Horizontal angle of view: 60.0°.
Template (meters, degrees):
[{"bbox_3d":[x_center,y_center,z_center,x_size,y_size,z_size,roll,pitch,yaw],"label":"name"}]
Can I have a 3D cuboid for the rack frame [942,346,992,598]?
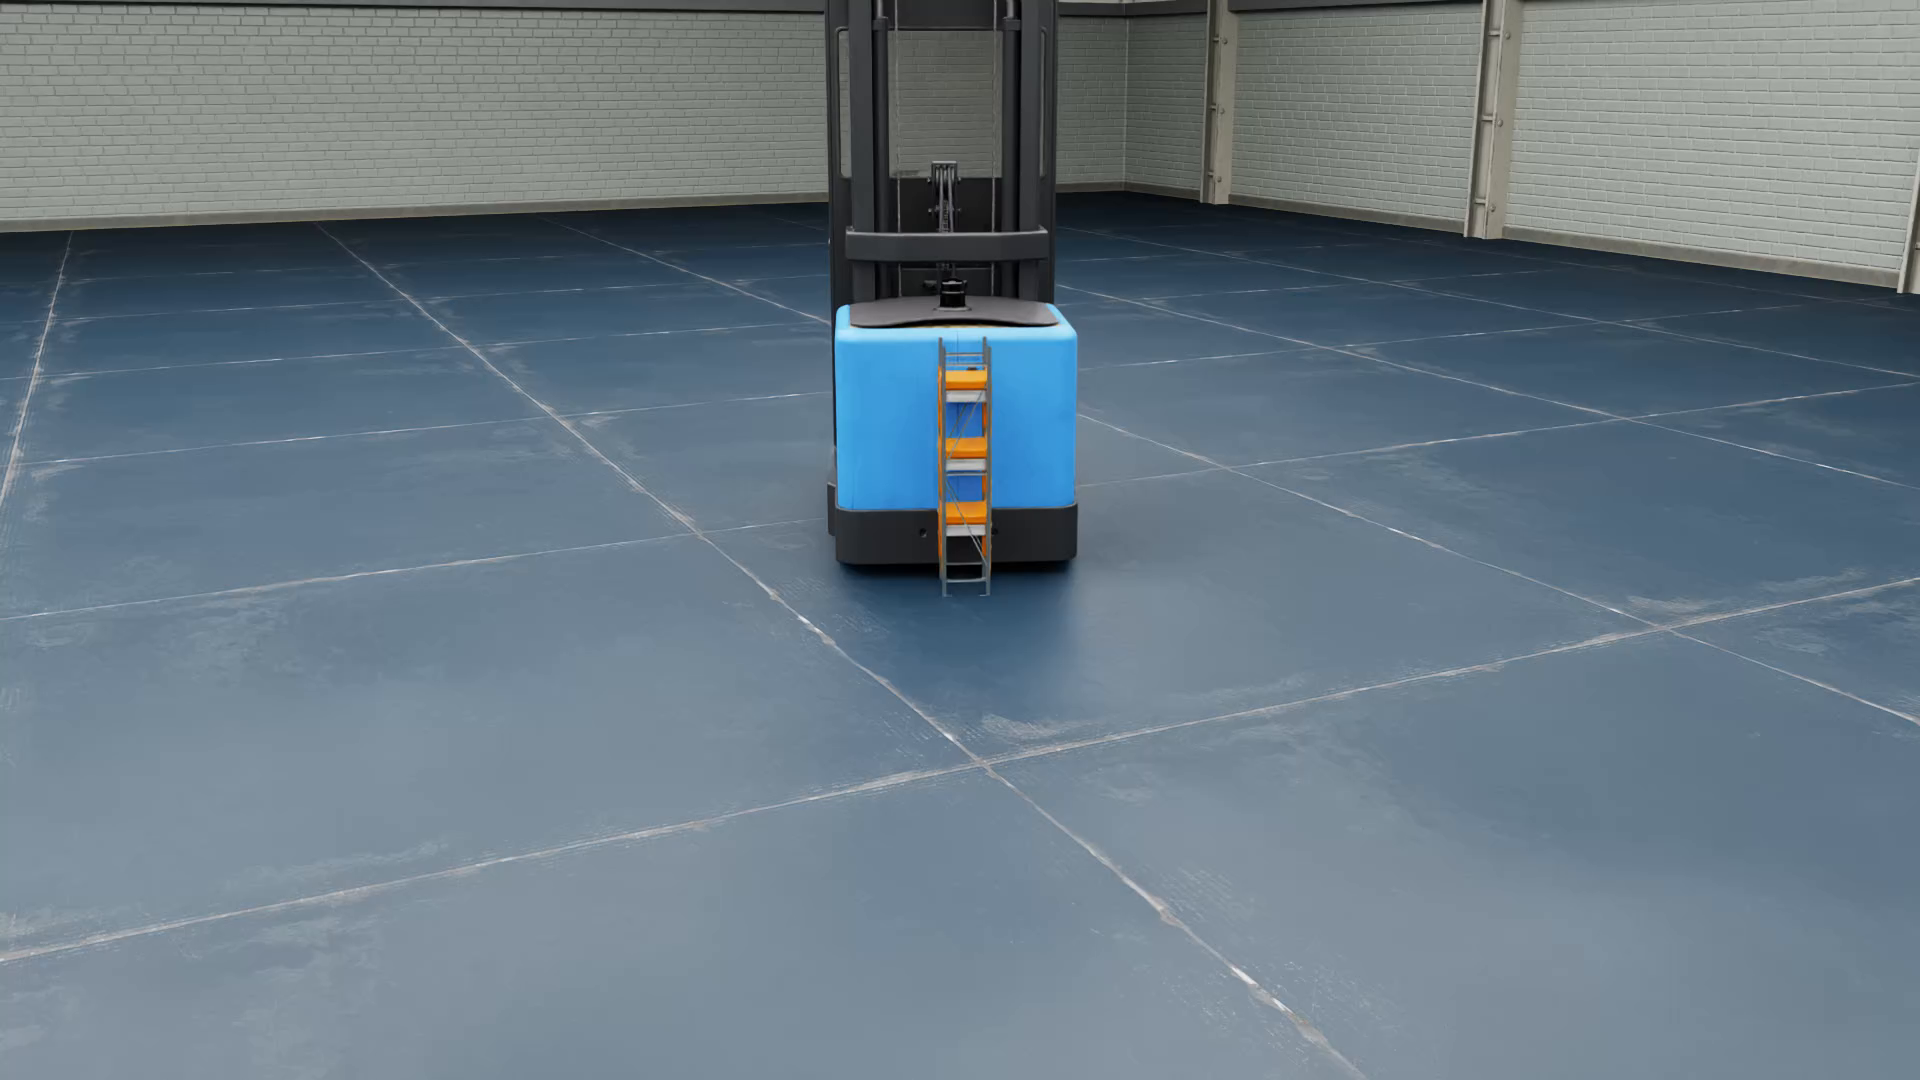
[{"bbox_3d":[0.026,-0.267,6.778,0.200,1.050,0.008,-1,16,-3],"label":"rack frame"}]

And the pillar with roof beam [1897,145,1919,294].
[{"bbox_3d":[5.428,-6.174,12.952,9.100,9.000,0.400,-8,18,-25],"label":"pillar with roof beam"}]

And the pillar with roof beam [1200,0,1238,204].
[{"bbox_3d":[0.171,-9.150,23.321,9.100,9.000,0.400,-8,18,-25],"label":"pillar with roof beam"}]

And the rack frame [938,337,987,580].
[{"bbox_3d":[0.011,-0.334,7.012,0.200,1.050,0.008,-1,16,-3],"label":"rack frame"}]

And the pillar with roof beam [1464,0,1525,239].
[{"bbox_3d":[2.800,-7.662,18.137,9.100,9.000,0.400,-8,18,-25],"label":"pillar with roof beam"}]

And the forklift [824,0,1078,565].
[{"bbox_3d":[-0.102,-1.657,8.212,1.130,2.935,3.031,-1,16,-3],"label":"forklift"}]

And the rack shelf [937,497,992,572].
[{"bbox_3d":[0.019,-0.023,6.974,0.215,0.259,0.240,-1,16,-3],"label":"rack shelf"}]

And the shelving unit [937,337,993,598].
[{"bbox_3d":[0.019,-0.301,6.895,0.215,1.050,0.252,-1,16,-3],"label":"shelving unit"}]

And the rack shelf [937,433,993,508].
[{"bbox_3d":[0.019,-0.290,6.898,0.215,0.259,0.240,-1,16,-3],"label":"rack shelf"}]

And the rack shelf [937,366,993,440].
[{"bbox_3d":[0.019,-0.563,6.819,0.215,0.259,0.240,-1,16,-3],"label":"rack shelf"}]
